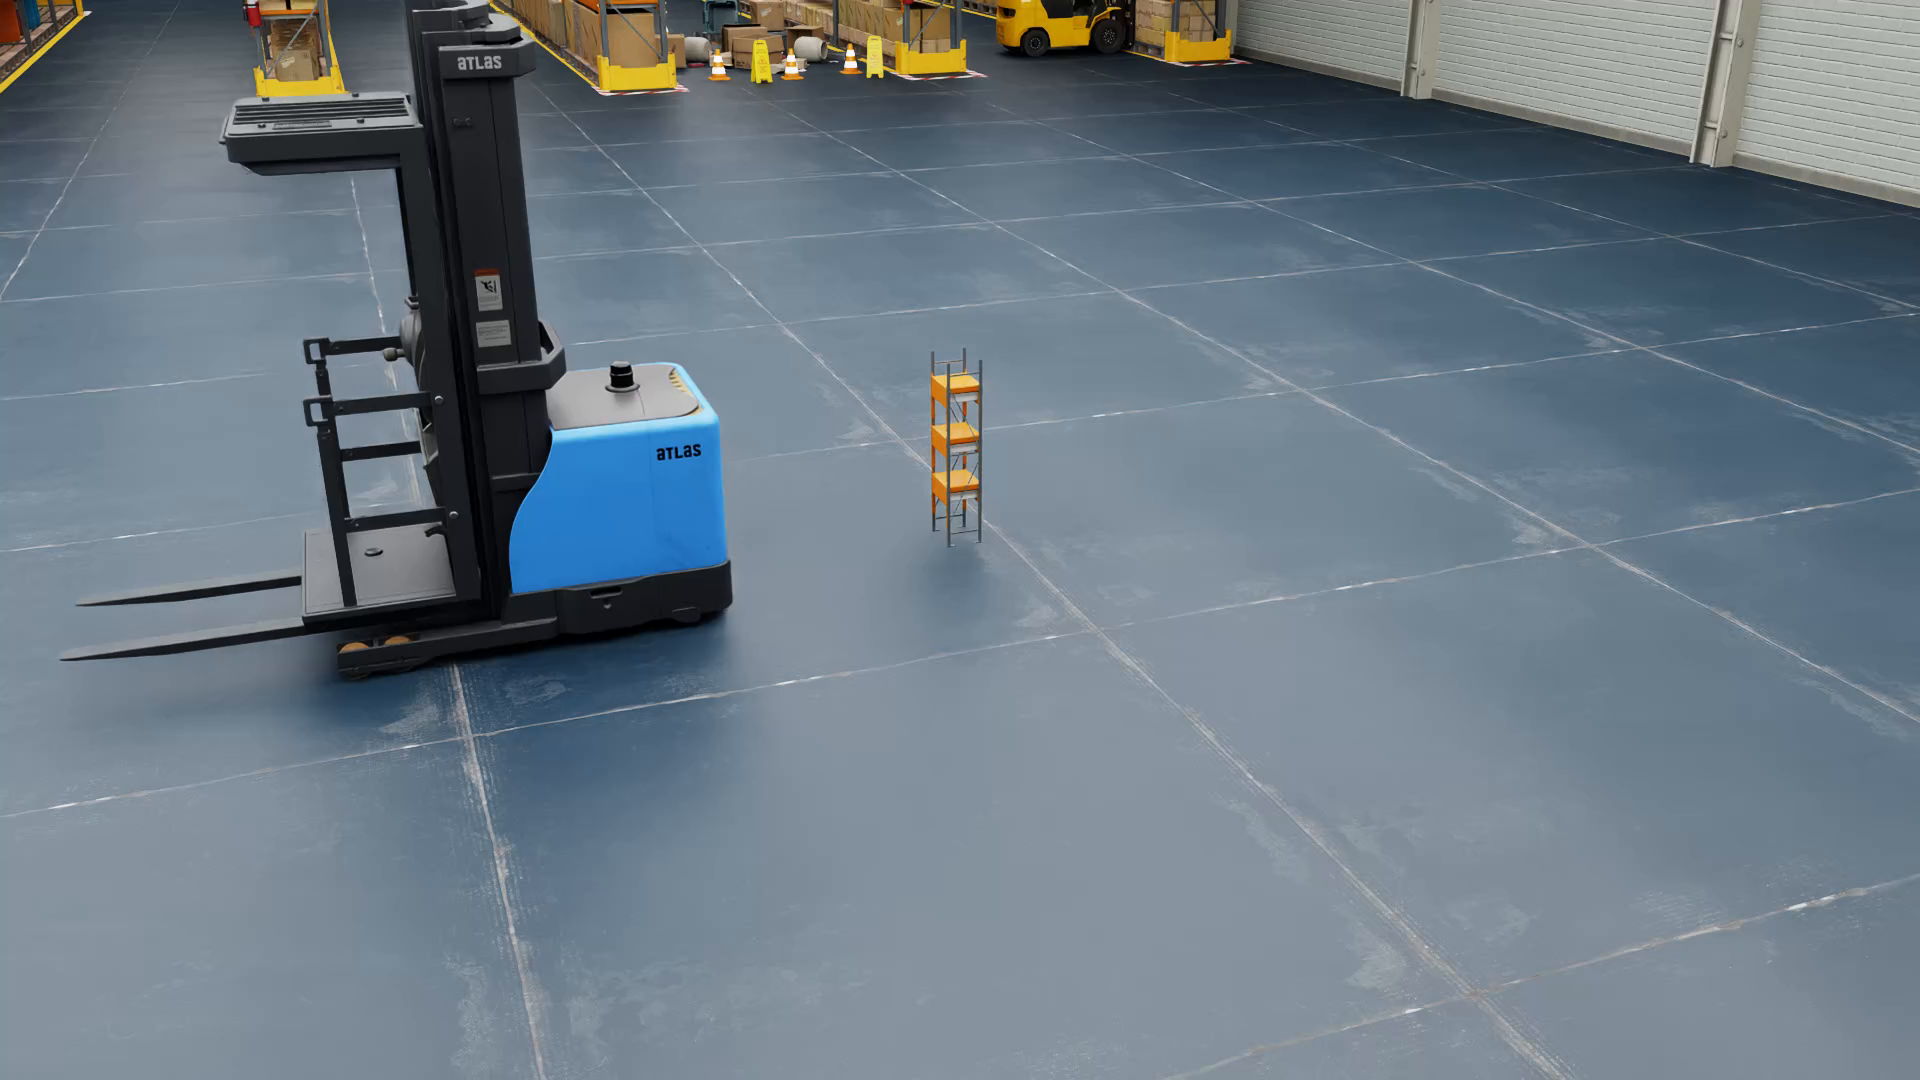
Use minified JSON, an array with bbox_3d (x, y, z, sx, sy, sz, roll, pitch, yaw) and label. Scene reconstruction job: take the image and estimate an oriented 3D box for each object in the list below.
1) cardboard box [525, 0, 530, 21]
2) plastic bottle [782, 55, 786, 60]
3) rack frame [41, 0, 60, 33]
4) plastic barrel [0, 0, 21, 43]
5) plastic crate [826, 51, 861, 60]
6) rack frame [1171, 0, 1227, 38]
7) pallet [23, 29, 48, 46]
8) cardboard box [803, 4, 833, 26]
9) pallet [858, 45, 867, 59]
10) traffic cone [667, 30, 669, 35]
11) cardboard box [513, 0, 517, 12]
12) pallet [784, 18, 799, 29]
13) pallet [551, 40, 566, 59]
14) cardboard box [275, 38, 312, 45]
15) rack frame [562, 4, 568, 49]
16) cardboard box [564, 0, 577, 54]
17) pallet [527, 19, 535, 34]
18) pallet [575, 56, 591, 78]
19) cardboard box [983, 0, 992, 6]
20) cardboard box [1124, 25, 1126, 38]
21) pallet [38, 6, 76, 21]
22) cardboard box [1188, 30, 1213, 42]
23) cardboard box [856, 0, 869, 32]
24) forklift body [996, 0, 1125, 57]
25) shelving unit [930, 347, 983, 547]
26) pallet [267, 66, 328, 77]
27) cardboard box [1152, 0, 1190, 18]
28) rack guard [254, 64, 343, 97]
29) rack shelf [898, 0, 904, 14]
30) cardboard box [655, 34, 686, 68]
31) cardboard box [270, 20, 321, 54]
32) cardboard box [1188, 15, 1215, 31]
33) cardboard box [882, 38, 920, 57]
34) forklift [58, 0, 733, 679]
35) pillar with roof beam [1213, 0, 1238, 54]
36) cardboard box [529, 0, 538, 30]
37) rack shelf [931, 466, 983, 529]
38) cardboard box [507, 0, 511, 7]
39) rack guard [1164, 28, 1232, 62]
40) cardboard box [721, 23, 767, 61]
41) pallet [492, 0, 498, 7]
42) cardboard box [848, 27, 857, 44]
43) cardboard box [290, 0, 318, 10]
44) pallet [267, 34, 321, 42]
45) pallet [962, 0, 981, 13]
[{"bbox_3d":[-8.536,-10.827,33.753,0.500,0.500,0.500,-7,24,-17],"label":"cardboard box"},{"bbox_3d":[-3.169,-8.575,29.516,0.133,0.061,0.283,-4,23,-10],"label":"plastic bottle"},{"bbox_3d":[-18.601,-11.523,32.726,1.000,3.000,0.127,-8,24,-19],"label":"rack frame"},{"bbox_3d":[-17.377,-9.438,30.034,0.600,0.830,0.708,-8,24,-19],"label":"plastic barrel"},{"bbox_3d":[-2.083,-8.627,29.615,0.402,0.080,0.583,-18,29,-37],"label":"plastic crate"},{"bbox_3d":[4.185,-9.884,28.839,1.000,3.000,0.127,-8,24,-19],"label":"rack frame"},{"bbox_3d":[-17.933,-9.508,31.536,1.003,0.211,1.213,-8,24,-19],"label":"pallet"},{"bbox_3d":[-2.563,-10.341,32.766,0.950,0.372,0.625,-8,24,-17],"label":"cardboard box"},{"bbox_3d":[-1.165,-8.687,29.589,1.003,0.211,1.213,-8,24,-19],"label":"pallet"},{"bbox_3d":[-5.527,-9.465,31.110,0.336,0.463,0.334,-8,24,-19],"label":"traffic cone"},{"bbox_3d":[-9.279,-11.583,35.547,0.500,0.500,0.500,-7,24,-17],"label":"cardboard box"},{"bbox_3d":[-3.009,-10.539,33.984,1.003,0.211,1.213,-8,24,-19],"label":"pallet"},{"bbox_3d":[-6.809,-8.924,30.152,1.003,0.211,1.213,-8,24,-19],"label":"pallet"},{"bbox_3d":[-10.380,-7.555,25.992,0.500,0.500,0.500,-6,24,-14],"label":"cardboard box"},{"bbox_3d":[-6.466,-9.939,28.970,1.000,3.000,0.127,-8,24,-19],"label":"rack frame"},{"bbox_3d":[-6.309,-8.916,28.736,0.875,0.875,0.875,-8,24,-18],"label":"cardboard box"},{"bbox_3d":[-8.153,-10.392,33.634,1.003,0.211,1.213,-8,24,-19],"label":"pallet"},{"bbox_3d":[-5.835,-7.923,27.777,1.003,0.211,1.213,-8,24,-19],"label":"pallet"},{"bbox_3d":[0.841,-12.140,36.869,0.500,0.500,0.500,-9,24,-20],"label":"cardboard box"},{"bbox_3d":[3.184,-9.489,30.900,0.500,0.250,0.500,-8,24,-17],"label":"cardboard box"},{"bbox_3d":[-19.759,-11.386,35.993,1.003,0.211,1.213,-8,24,-19],"label":"pallet"},{"bbox_3d":[4.194,-9.016,29.778,0.500,0.250,0.500,-8,24,-19],"label":"cardboard box"},{"bbox_3d":[-1.533,-9.294,29.473,0.500,0.500,0.500,-7,24,-16],"label":"cardboard box"},{"bbox_3d":[1.808,-9.932,30.045,2.313,2.155,1.214,-8,24,-19],"label":"forklift body"},{"bbox_3d":[-0.019,-0.503,9.092,0.215,1.050,0.252,-8,24,-19],"label":"shelving unit"},{"bbox_3d":[-10.436,-7.327,26.363,1.003,0.211,1.213,-8,24,-19],"label":"pallet"},{"bbox_3d":[3.730,-9.396,29.393,0.500,0.250,0.500,-8,24,-17],"label":"cardboard box"},{"bbox_3d":[-9.755,-6.718,24.545,1.175,0.500,0.348,-8,24,-19],"label":"rack guard"},{"bbox_3d":[-1.164,-9.597,29.084,1.077,0.370,4.000,-8,24,-19],"label":"rack shelf"},{"bbox_3d":[-4.957,-8.365,28.450,0.500,0.500,0.500,-4,23,-10],"label":"cardboard box"},{"bbox_3d":[-11.338,-8.572,28.378,0.700,0.500,0.500,-10,25,-23],"label":"cardboard box"},{"bbox_3d":[4.213,-9.240,29.667,0.500,0.250,0.500,-8,24,-18],"label":"cardboard box"},{"bbox_3d":[-1.003,-8.394,28.302,0.500,0.250,0.500,-8,24,-19],"label":"cardboard box"},{"bbox_3d":[-2.711,-0.936,7.697,3.031,2.935,1.130,-8,24,-18],"label":"forklift"},{"bbox_3d":[0.755,-12.435,27.166,9.100,9.000,0.400,-8,24,-19],"label":"pillar with roof beam"},{"bbox_3d":[-7.748,-10.316,32.219,1.050,0.750,0.750,-9,24,-20],"label":"cardboard box"},{"bbox_3d":[-0.019,-0.237,9.204,0.215,0.259,0.240,-8,24,-19],"label":"rack shelf"},{"bbox_3d":[-9.749,-11.822,36.566,0.380,0.149,0.250,-8,24,-18],"label":"cardboard box"},{"bbox_3d":[4.193,-8.724,29.304,1.175,0.500,0.348,-8,24,-19],"label":"rack guard"},{"bbox_3d":[-3.785,-8.743,29.172,0.797,0.637,0.503,-8,24,-19],"label":"cardboard box"},{"bbox_3d":[-10.424,-12.687,39.079,1.003,0.211,1.213,-8,24,-19],"label":"pallet"},{"bbox_3d":[-1.716,-9.138,30.068,0.500,0.250,0.500,-7,24,-16],"label":"cardboard box"},{"bbox_3d":[-9.606,-7.863,24.366,0.380,0.149,0.250,-8,24,-19],"label":"cardboard box"},{"bbox_3d":[-12.280,-9.180,30.758,1.003,0.211,1.213,-8,24,-19],"label":"pallet"},{"bbox_3d":[0.703,-12.225,37.983,1.003,0.211,1.213,-8,24,-19],"label":"pallet"}]
